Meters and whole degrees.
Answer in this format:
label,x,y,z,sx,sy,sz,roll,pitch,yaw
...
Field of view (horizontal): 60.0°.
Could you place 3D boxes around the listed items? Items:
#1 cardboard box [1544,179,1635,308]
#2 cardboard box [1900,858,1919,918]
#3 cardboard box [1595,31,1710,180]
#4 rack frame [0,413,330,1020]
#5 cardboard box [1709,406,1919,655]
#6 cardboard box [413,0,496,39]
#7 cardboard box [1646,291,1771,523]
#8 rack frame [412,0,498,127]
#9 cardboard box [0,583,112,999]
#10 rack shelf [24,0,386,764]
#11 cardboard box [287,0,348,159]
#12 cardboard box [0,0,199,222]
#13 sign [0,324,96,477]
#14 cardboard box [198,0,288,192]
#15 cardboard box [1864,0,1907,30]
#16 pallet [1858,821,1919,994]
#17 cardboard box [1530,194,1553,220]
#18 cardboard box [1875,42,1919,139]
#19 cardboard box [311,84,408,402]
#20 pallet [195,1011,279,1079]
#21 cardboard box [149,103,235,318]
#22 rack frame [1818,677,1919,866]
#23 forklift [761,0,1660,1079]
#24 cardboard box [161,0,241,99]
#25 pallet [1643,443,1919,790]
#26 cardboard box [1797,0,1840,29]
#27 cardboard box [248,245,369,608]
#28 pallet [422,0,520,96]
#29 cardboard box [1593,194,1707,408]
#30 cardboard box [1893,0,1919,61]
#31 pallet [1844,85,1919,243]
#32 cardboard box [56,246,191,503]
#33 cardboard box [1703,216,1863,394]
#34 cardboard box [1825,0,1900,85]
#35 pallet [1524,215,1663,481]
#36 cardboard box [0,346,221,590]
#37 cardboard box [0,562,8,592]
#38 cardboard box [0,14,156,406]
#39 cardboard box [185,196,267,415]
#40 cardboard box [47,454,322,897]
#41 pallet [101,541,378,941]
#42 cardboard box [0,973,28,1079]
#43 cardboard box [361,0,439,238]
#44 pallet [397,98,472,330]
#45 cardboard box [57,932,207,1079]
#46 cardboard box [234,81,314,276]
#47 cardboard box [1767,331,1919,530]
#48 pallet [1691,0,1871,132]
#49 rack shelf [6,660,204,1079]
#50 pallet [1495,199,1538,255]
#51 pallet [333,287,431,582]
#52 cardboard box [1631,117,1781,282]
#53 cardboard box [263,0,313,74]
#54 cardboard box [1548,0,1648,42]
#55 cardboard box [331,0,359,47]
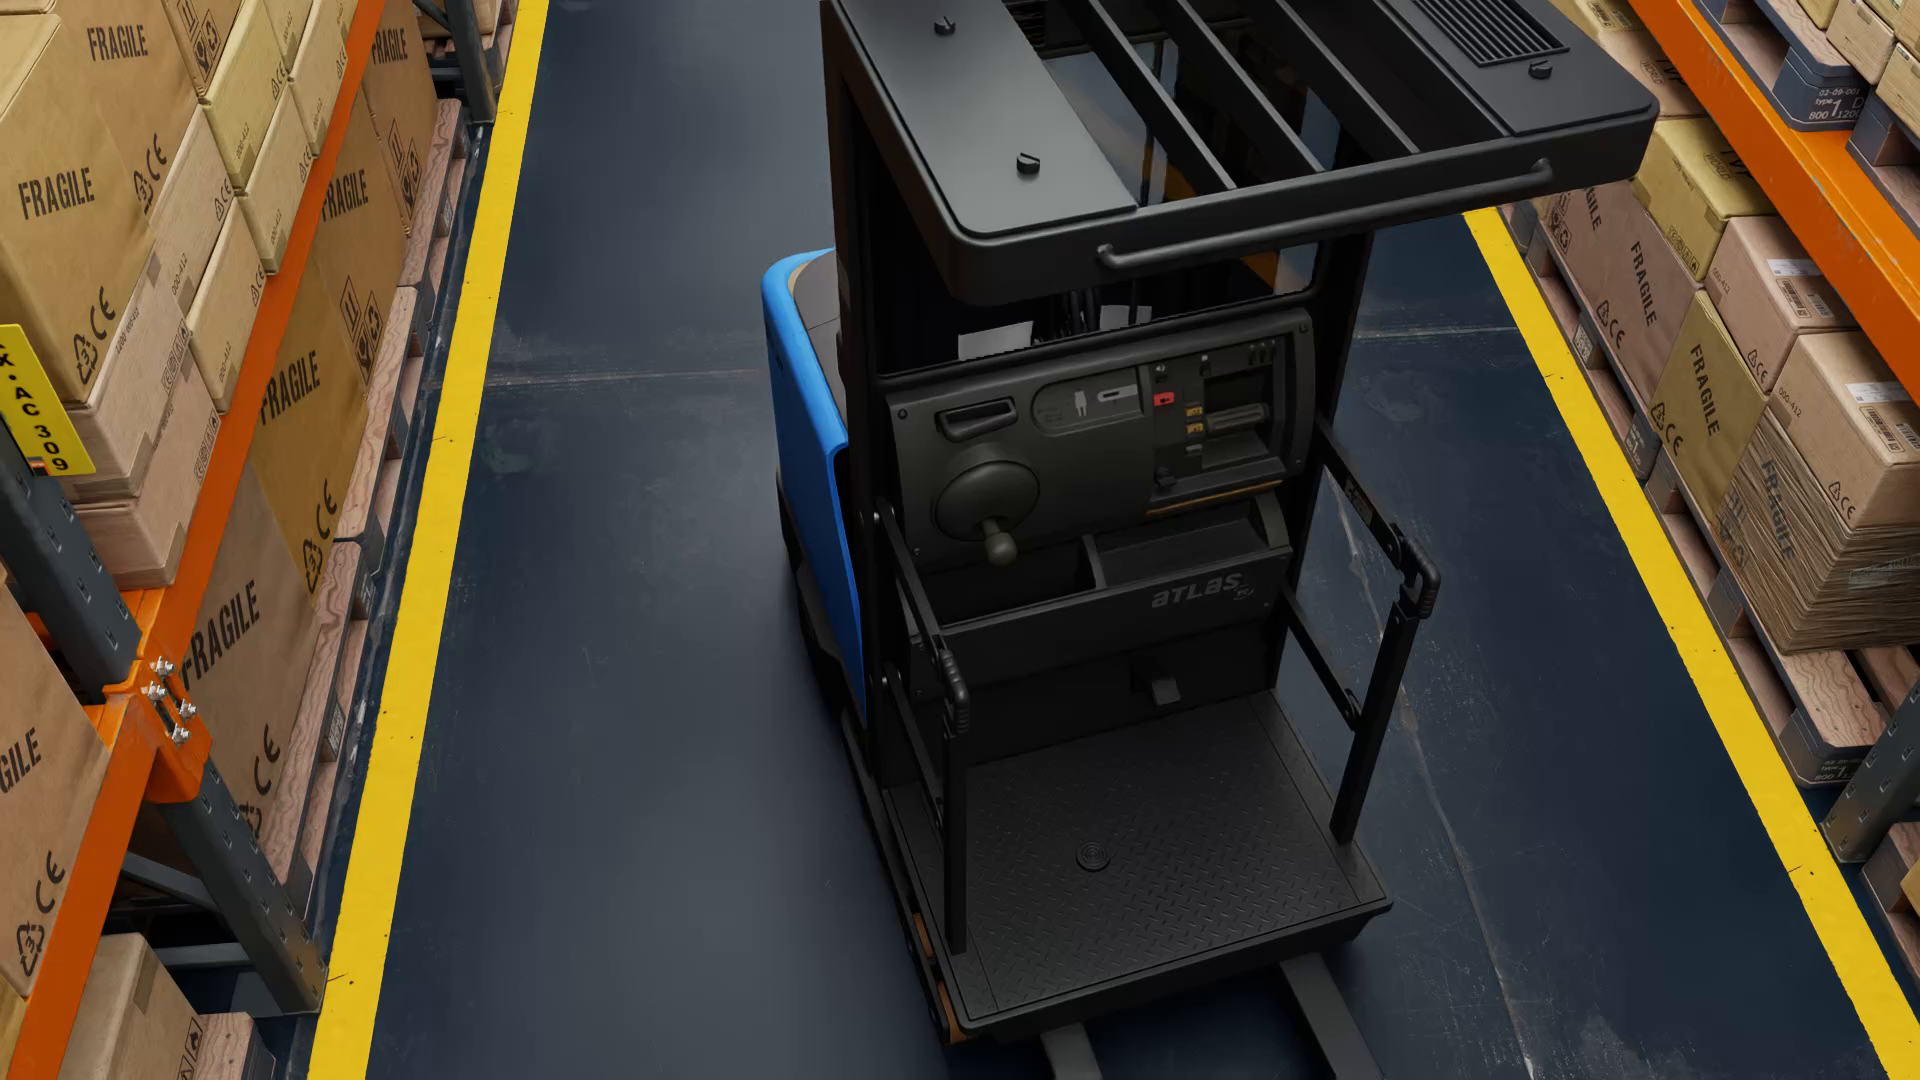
label,x,y,z,sx,sy,sz,roll,pitch,yaw
cardboard box,2.395,-1.157,5.712,0.500,0.500,0.500,-5,47,-4
cardboard box,2.542,0.879,4.026,0.380,0.149,0.250,-5,47,-5
cardboard box,2.385,-1.437,5.461,0.500,0.250,0.500,-3,47,-3
rack frame,-2.092,0.134,3.057,1.000,3.000,0.127,-3,47,-3
cardboard box,2.519,-0.045,4.659,0.500,0.500,0.500,-4,47,-4
cardboard box,-2.464,-2.410,6.987,0.950,0.372,0.625,-6,47,-6
cardboard box,2.477,-0.416,5.010,0.500,0.500,0.500,-4,47,-4
rack frame,-2.427,-2.760,5.798,1.000,3.000,0.127,-3,47,-3
cardboard box,-1.799,0.420,2.718,0.500,0.500,0.500,-3,47,-3
rack shelf,-2.260,-1.065,4.689,1.077,0.370,4.000,-3,47,-3
cardboard box,-1.970,-1.257,4.478,0.500,0.250,0.500,-4,47,-4
cardboard box,-1.913,-0.946,3.323,0.500,0.500,0.500,-4,47,-4
sign,-1.539,-0.226,2.747,0.100,0.325,0.005,-3,47,-3
cardboard box,-1.935,-1.064,3.951,0.500,0.250,0.500,-3,47,-3
cardboard box,2.513,-1.432,4.219,0.380,0.149,0.250,-6,47,-5
pallet,2.924,1.203,3.965,1.003,0.211,1.213,-3,47,-3
cardboard box,2.348,-1.528,6.063,0.500,0.500,0.500,-3,47,-3
cardboard box,2.540,-1.123,4.131,0.380,0.149,0.250,-6,47,-5
cardboard box,-2.381,-1.023,5.327,0.875,0.875,0.875,-3,47,-3
pallet,-2.106,1.648,3.544,1.003,0.211,1.213,-3,47,-3
cardboard box,-1.920,-0.697,3.603,0.500,0.250,0.500,-3,47,-3
rack frame,2.832,-0.240,3.411,1.000,3.000,0.127,-3,47,-3
forklift,0.379,-0.113,3.339,1.130,2.935,3.031,-13,48,-12
cardboard box,-1.952,-1.309,3.667,0.500,0.500,0.500,-5,47,-4
pallet,2.765,0.156,4.957,1.003,0.211,1.213,-3,47,-3
cardboard box,2.489,-1.515,4.503,0.380,0.149,0.250,-2,47,-2
cardboard box,-2.307,-0.376,4.715,0.875,0.875,0.875,-2,47,-2
pallet,-2.491,-2.366,7.346,1.003,0.211,1.213,-3,47,-3
cardboard box,2.438,-0.787,5.362,0.500,0.500,0.500,-4,47,-4
cardboard box,2.534,-1.244,4.041,0.380,0.149,0.250,-5,47,-5
pallet,2.913,-0.736,4.013,1.003,0.211,1.213,-3,47,-3
cardboard box,-1.848,-0.322,3.248,0.500,0.250,0.500,-5,47,-4
cardboard box,2.488,-0.679,4.743,0.500,0.250,0.500,-1,47,-1
cardboard box,2.511,-1.324,4.322,0.380,0.149,0.250,-5,47,-5
pallet,2.660,-0.729,5.795,1.003,0.211,1.213,-3,47,-3
cardboard box,-1.866,-0.149,3.428,0.500,0.250,0.500,-4,47,-4
cardboard box,-1.777,0.081,2.350,0.500,0.500,0.500,-4,47,-4
cardboard box,-1.842,-0.580,2.976,0.500,0.500,0.500,-3,47,-3
cardboard box,-1.911,-0.523,3.783,0.500,0.250,0.500,-5,47,-4
cardboard box,-2.224,0.277,4.096,0.875,0.875,0.875,-2,47,-2
pallet,-2.232,0.539,4.594,1.003,0.211,1.213,-3,47,-3
cardboard box,-1.750,0.792,2.365,0.500,0.500,0.500,-5,47,-4
cardboard box,-2.452,-1.669,5.939,0.875,0.875,0.875,-4,47,-4
pallet,-2.436,-1.226,6.266,1.003,0.211,1.213,-3,47,-3
cardboard box,-2.146,1.332,3.398,0.875,0.438,0.875,-4,47,-4
cardboard box,-1.938,-0.895,4.135,0.500,0.250,0.500,-4,47,-4
cardboard box,2.518,-0.306,4.390,0.500,0.250,0.500,-5,47,-4
pallet,2.704,-1.638,4.868,1.003,0.211,1.213,-3,47,-3
rack shelf,-1.925,1.829,1.948,1.077,0.370,4.000,-3,47,-3
pallet,2.561,-1.610,6.629,1.003,0.211,1.213,-3,47,-3
pallet,-2.337,-0.345,5.432,1.003,0.211,1.213,-3,47,-3
cardboard box,2.430,-1.060,5.104,0.500,0.250,0.500,-5,47,-5
cardboard box,-1.980,-1.430,4.297,0.500,0.250,0.500,-5,47,-4
cardboard box,2.356,-1.796,5.801,0.500,0.250,0.500,-4,47,-4
cardboard box,-2.041,-1.624,4.826,0.500,0.250,0.500,-4,47,-4
